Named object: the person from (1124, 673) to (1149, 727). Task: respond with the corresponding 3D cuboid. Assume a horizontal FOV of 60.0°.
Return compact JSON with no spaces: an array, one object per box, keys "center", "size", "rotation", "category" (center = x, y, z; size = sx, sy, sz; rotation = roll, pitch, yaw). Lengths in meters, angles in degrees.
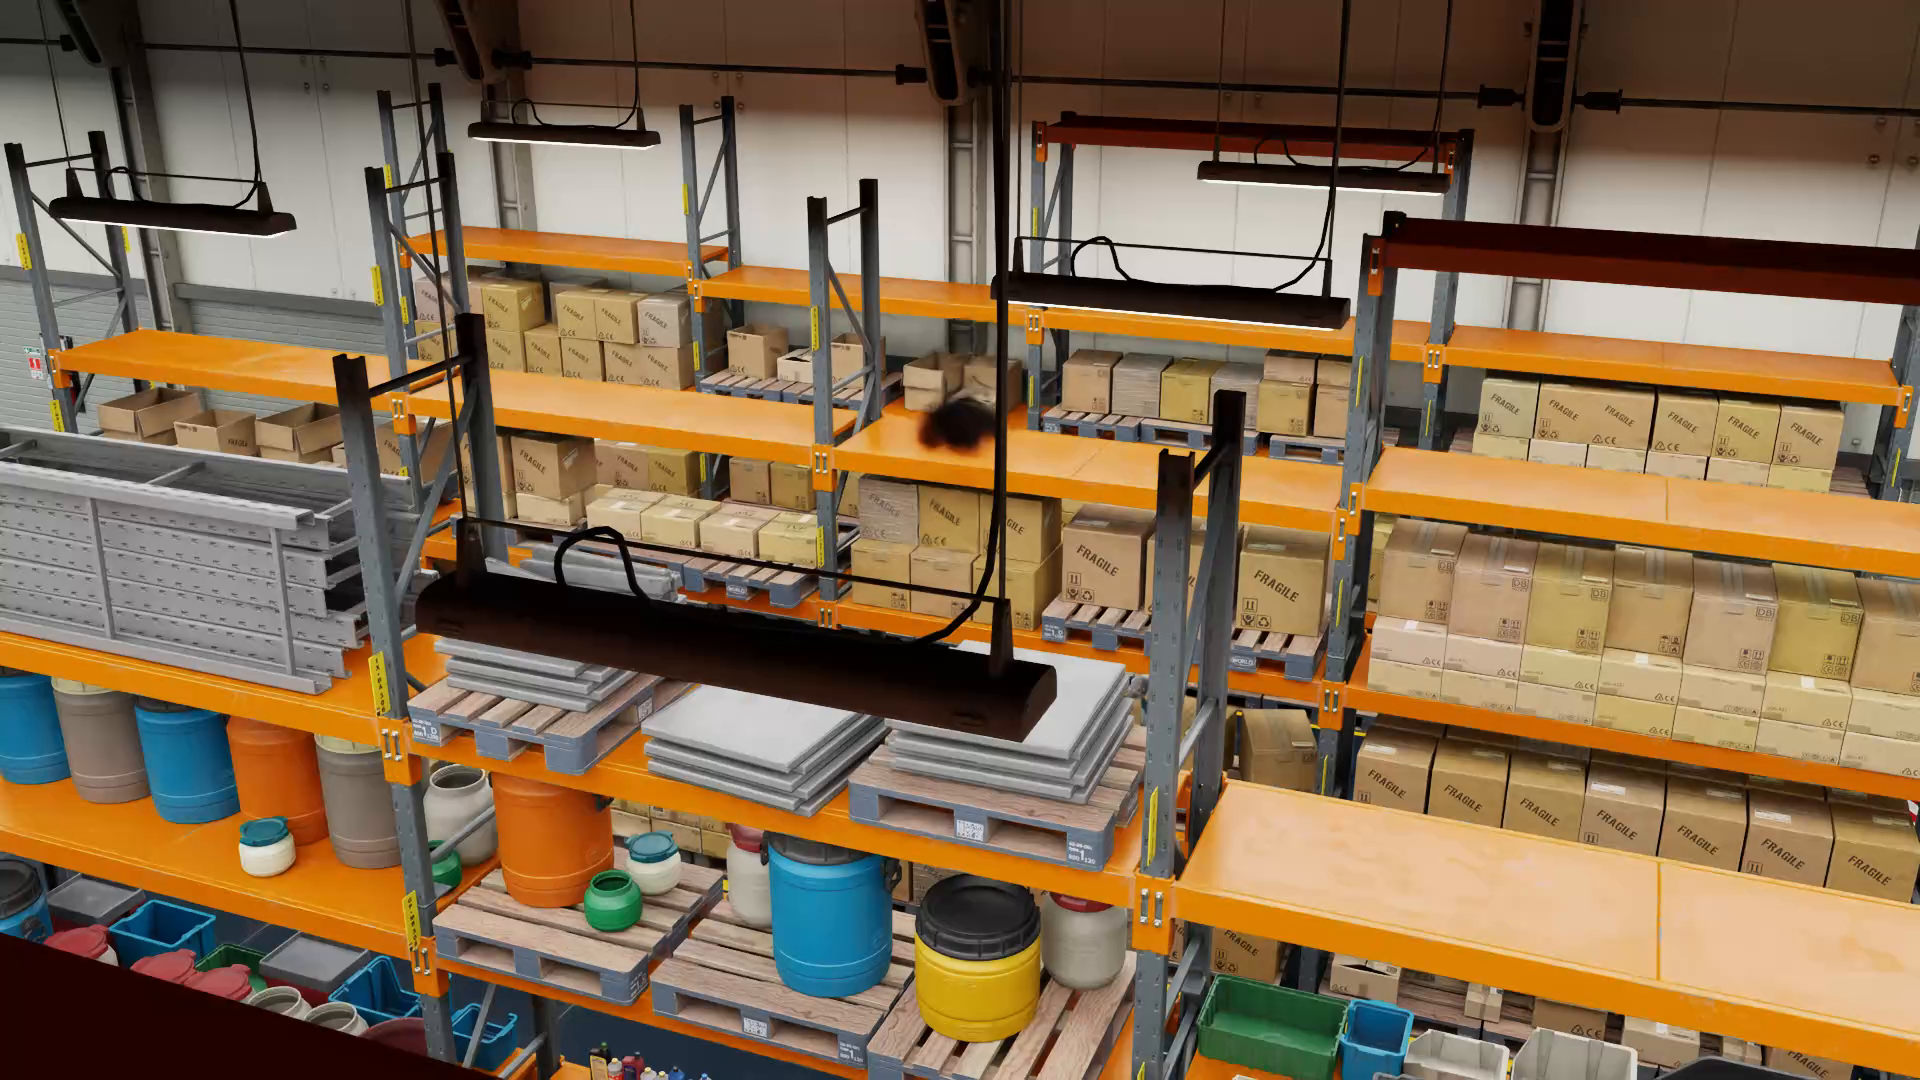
[{"center":[1.887,1.316,16.449],"size":[0.797,1.784,0.654],"rotation":[6,22,16],"category":"person"}]
